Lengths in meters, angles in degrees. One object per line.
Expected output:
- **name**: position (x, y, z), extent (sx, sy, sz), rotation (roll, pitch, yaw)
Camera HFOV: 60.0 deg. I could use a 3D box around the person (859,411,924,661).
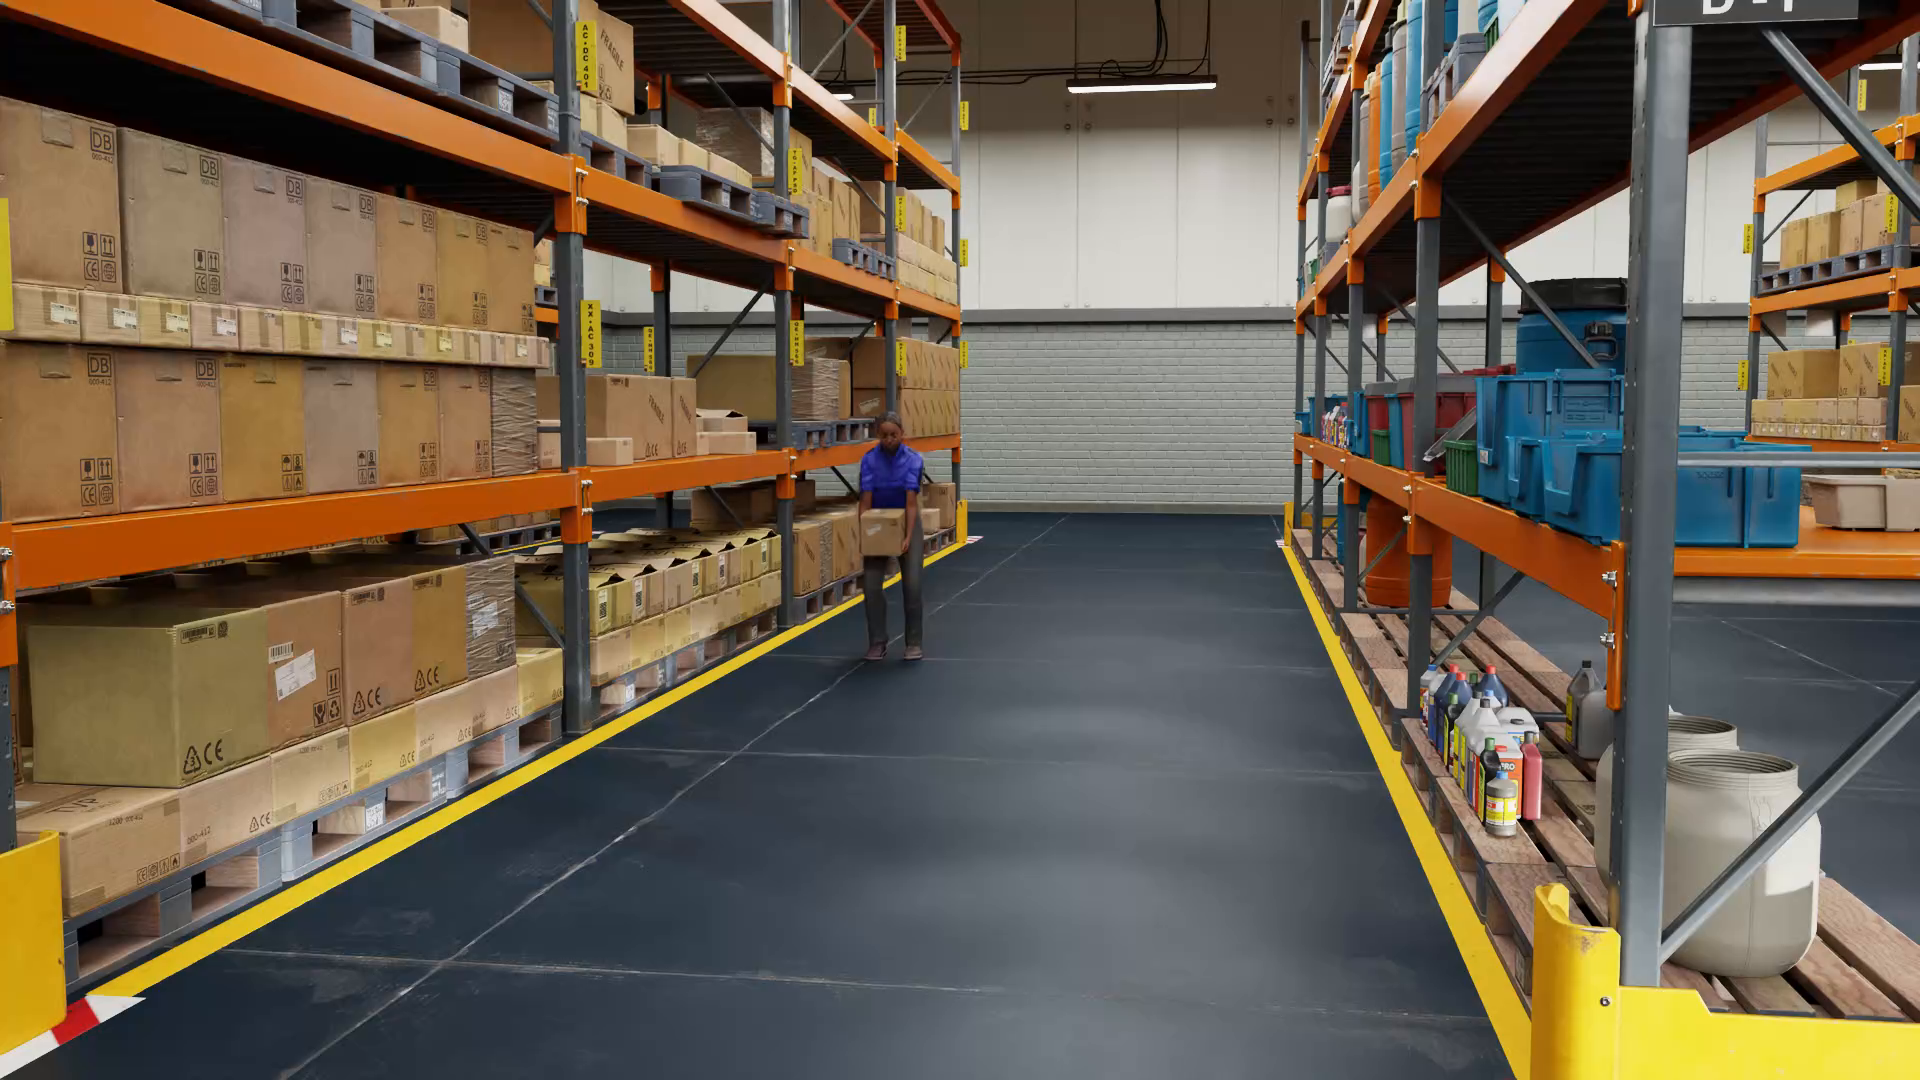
- **person**: position (-0.434, -0.023, 10.656), extent (0.408, 1.599, 0.561), rotation (1, 5, 8)
